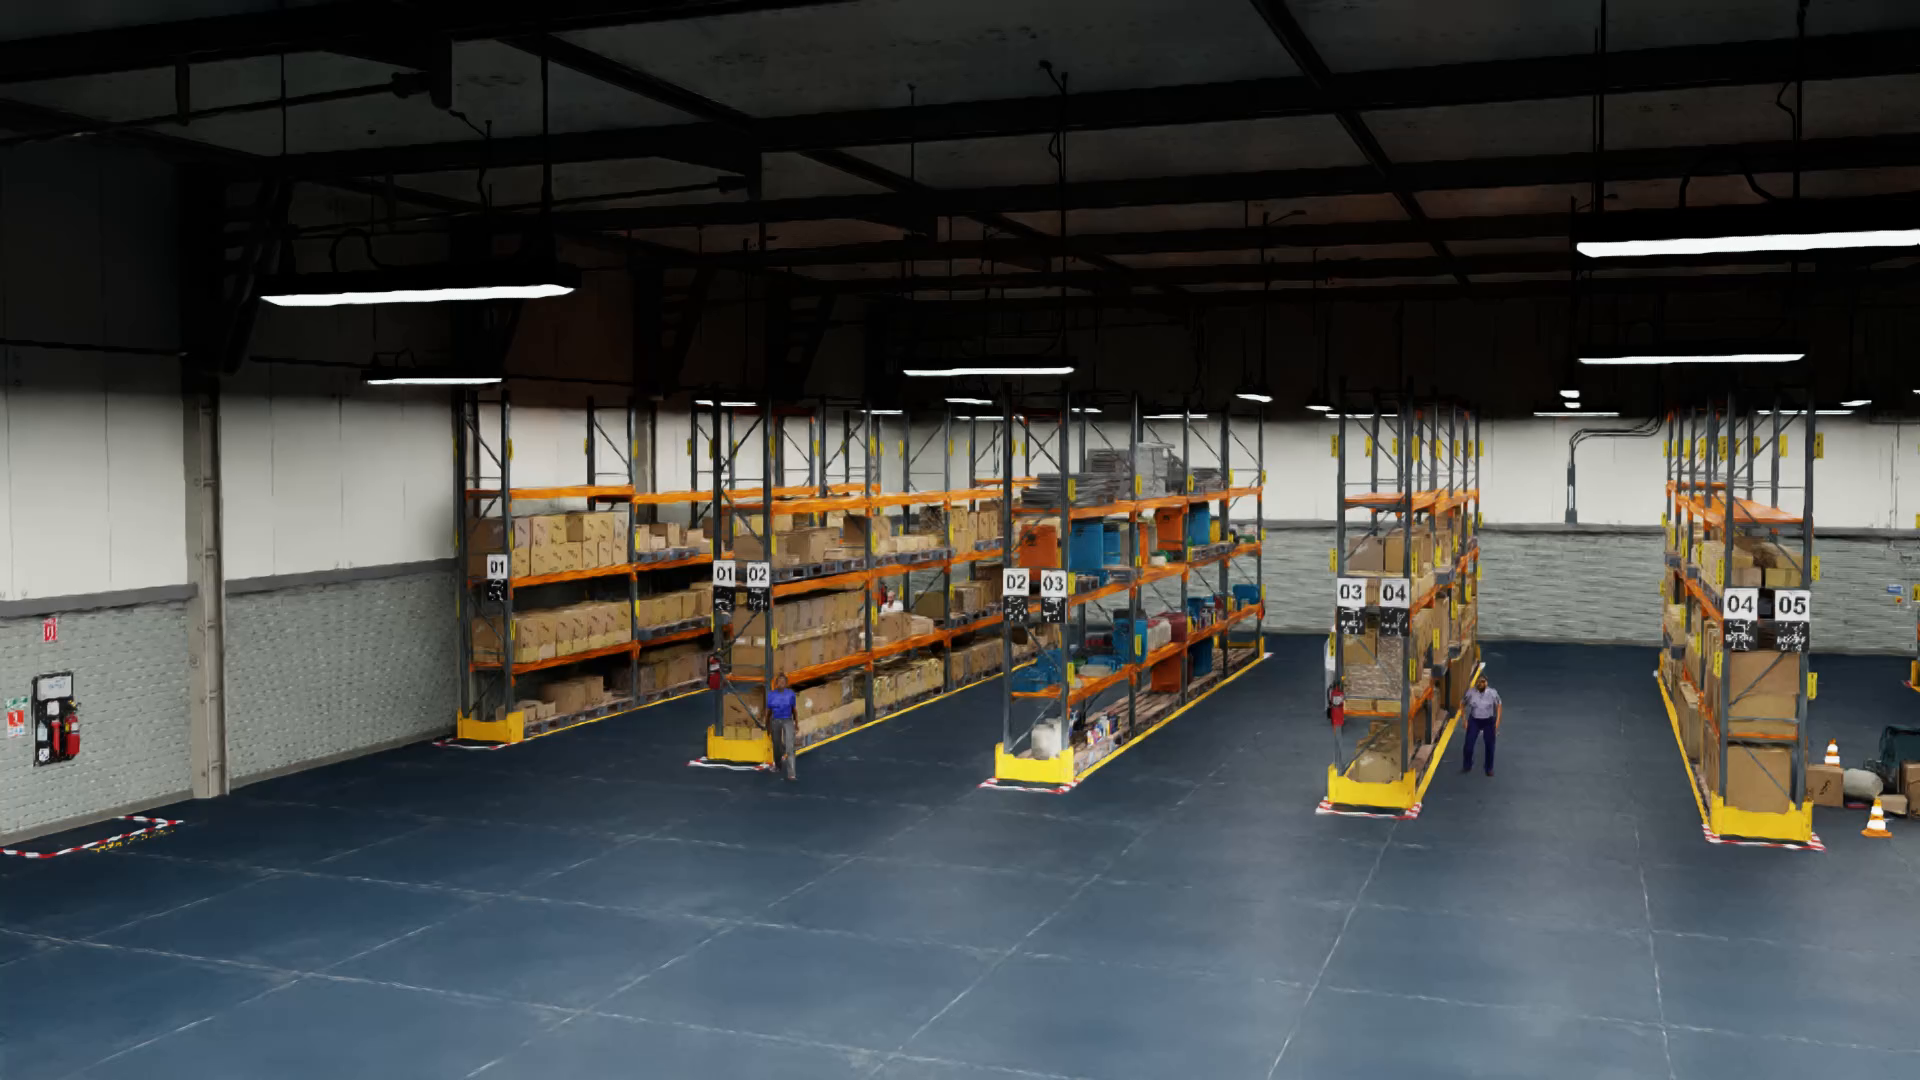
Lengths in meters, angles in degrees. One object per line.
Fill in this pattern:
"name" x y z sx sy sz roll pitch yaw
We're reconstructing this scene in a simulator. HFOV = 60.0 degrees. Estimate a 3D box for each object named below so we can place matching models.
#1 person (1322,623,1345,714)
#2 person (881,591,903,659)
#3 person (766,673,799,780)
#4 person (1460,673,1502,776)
"person" 7.150 2.409 31.467 0.543 1.700 1.119 1 3 18
"person" -1.568 2.020 38.407 0.598 1.698 1.194 1 3 22
"person" -2.704 2.810 25.276 0.490 1.606 0.937 0 3 -3
"person" 7.967 2.811 25.443 0.625 1.596 0.517 1 3 18
